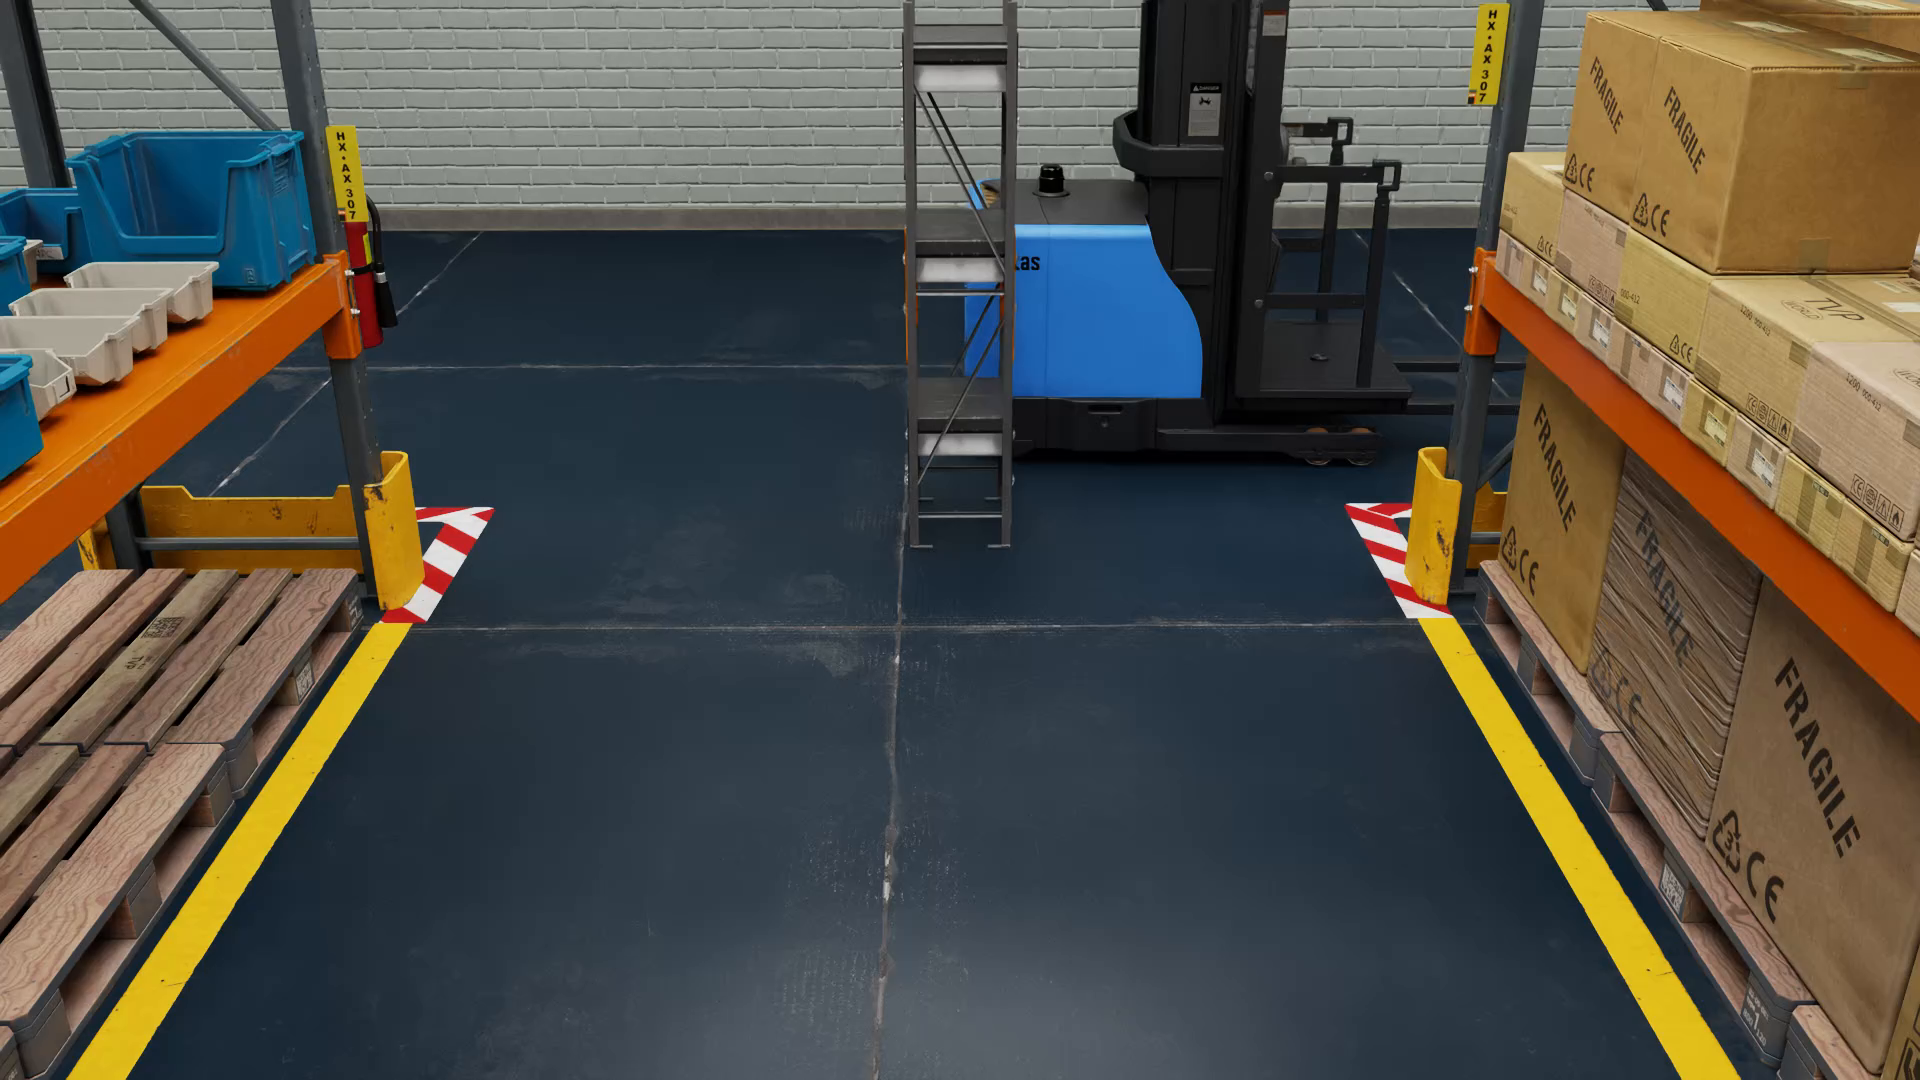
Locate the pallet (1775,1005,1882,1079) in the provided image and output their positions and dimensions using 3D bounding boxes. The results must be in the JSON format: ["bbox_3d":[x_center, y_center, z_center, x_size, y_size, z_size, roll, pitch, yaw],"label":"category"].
[{"bbox_3d":[2.427,1.419,3.356,1.003,0.211,1.213,0,24,-1],"label":"pallet"}]

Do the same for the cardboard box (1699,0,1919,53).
[{"bbox_3d":[2.582,-1.395,5.106,0.500,0.500,0.500,0,24,0],"label":"cardboard box"}]

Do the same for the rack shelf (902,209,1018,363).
[{"bbox_3d":[-0.002,-1.012,6.474,0.431,0.518,0.480,0,24,-1],"label":"rack shelf"}]

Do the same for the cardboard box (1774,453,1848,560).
[{"bbox_3d":[2.012,-0.077,3.585,0.380,0.149,0.250,-1,24,-1],"label":"cardboard box"}]

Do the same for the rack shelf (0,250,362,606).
[{"bbox_3d":[-2.617,-0.012,4.009,1.077,0.370,4.000,0,24,-1],"label":"rack shelf"}]

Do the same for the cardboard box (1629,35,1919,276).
[{"bbox_3d":[2.066,-0.976,4.180,0.500,0.500,0.500,-1,24,-2],"label":"cardboard box"}]

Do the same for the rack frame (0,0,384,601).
[{"bbox_3d":[-2.639,-1.164,5.683,1.000,3.000,0.127,0,24,-1],"label":"rack frame"}]

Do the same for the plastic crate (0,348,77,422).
[{"bbox_3d":[-2.411,-0.380,4.196,0.298,0.136,0.250,0,24,-1],"label":"plastic crate"}]

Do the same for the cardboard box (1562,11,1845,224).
[{"bbox_3d":[2.055,-1.190,4.652,0.500,0.500,0.500,-1,24,-2],"label":"cardboard box"}]

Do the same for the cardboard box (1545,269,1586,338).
[{"bbox_3d":[1.995,-0.712,4.990,0.380,0.149,0.250,-1,24,-2],"label":"cardboard box"}]

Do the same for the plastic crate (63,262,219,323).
[{"bbox_3d":[-2.449,-0.736,4.984,0.396,0.136,0.243,0,24,-1],"label":"plastic crate"}]

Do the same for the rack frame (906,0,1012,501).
[{"bbox_3d":[-0.004,-1.125,6.690,0.400,2.100,0.015,0,24,-1],"label":"rack frame"}]

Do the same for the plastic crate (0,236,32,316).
[{"bbox_3d":[-2.958,-0.740,4.877,0.416,0.233,0.300,0,24,-1],"label":"plastic crate"}]

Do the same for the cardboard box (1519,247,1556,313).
[{"bbox_3d":[1.992,-0.818,5.223,0.380,0.149,0.250,-1,24,-1],"label":"cardboard box"}]

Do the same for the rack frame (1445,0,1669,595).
[{"bbox_3d":[2.314,-1.186,5.732,1.000,3.000,0.127,0,24,-1],"label":"rack frame"}]

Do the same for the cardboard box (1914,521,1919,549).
[{"bbox_3d":[2.082,0.001,2.928,0.500,0.250,0.500,0,24,1],"label":"cardboard box"}]

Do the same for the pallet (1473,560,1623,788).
[{"bbox_3d":[2.401,0.414,5.579,1.003,0.211,1.213,0,24,-1],"label":"pallet"}]

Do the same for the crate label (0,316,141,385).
[{"bbox_3d":[-2.433,-0.501,4.466,0.396,0.136,0.243,0,24,-1],"label":"crate label"}]

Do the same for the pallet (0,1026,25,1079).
[{"bbox_3d":[-2.642,1.452,3.283,1.003,0.211,1.213,0,24,-1],"label":"pallet"}]

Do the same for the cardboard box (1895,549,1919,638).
[{"bbox_3d":[2.018,0.135,3.117,0.380,0.149,0.250,0,24,0],"label":"cardboard box"}]

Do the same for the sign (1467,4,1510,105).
[{"bbox_3d":[1.759,-1.616,5.537,0.100,0.325,0.005,0,24,-1],"label":"sign"}]

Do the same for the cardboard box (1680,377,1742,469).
[{"bbox_3d":[2.006,-0.290,4.056,0.380,0.149,0.250,-1,24,-2],"label":"cardboard box"}]

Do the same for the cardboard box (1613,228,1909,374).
[{"bbox_3d":[2.063,-0.633,4.330,0.500,0.250,0.500,-1,24,-2],"label":"cardboard box"}]

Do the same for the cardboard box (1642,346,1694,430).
[{"bbox_3d":[2.004,-0.394,4.286,0.380,0.149,0.250,-1,24,-1],"label":"cardboard box"}]

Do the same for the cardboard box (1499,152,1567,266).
[{"bbox_3d":[2.049,-1.054,5.262,0.500,0.250,0.500,-1,24,-2],"label":"cardboard box"}]

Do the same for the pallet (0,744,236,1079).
[{"bbox_3d":[-2.658,0.948,4.397,1.003,0.211,1.213,0,24,-1],"label":"pallet"}]

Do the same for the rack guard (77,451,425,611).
[{"bbox_3d":[-2.652,-0.035,6.220,1.175,0.500,0.348,0,24,-1],"label":"rack guard"}]

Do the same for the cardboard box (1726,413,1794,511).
[{"bbox_3d":[2.011,-0.182,3.817,0.380,0.149,0.250,0,24,0],"label":"cardboard box"}]

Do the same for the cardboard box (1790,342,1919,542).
[{"bbox_3d":[2.076,-0.209,3.393,0.500,0.250,0.500,0,24,1],"label":"cardboard box"}]

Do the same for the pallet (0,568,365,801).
[{"bbox_3d":[-2.669,0.447,5.506,1.003,0.211,1.213,0,24,-1],"label":"pallet"}]

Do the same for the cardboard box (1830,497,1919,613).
[{"bbox_3d":[2.015,0.029,3.352,0.380,0.149,0.250,0,24,0],"label":"cardboard box"}]

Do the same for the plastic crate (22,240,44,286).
[{"bbox_3d":[-3.045,-0.835,5.204,0.250,0.136,0.298,0,24,-1],"label":"plastic crate"}]

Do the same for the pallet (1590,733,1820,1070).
[{"bbox_3d":[2.411,0.915,4.470,1.003,0.211,1.213,0,24,-1],"label":"pallet"}]

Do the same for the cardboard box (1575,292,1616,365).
[{"bbox_3d":[1.999,-0.605,4.752,0.380,0.149,0.250,-1,24,-1],"label":"cardboard box"}]

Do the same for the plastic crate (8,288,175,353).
[{"bbox_3d":[-2.460,-0.616,4.719,0.396,0.136,0.243,0,24,-1],"label":"plastic crate"}]

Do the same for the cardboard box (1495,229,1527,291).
[{"bbox_3d":[1.988,-0.924,5.457,0.380,0.149,0.250,0,24,0],"label":"cardboard box"}]

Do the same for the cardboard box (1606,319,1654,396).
[{"bbox_3d":[2.001,-0.500,4.521,0.380,0.149,0.250,-1,24,-2],"label":"cardboard box"}]

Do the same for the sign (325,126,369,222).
[{"bbox_3d":[-2.089,-1.247,5.669,0.100,0.325,0.005,0,24,-1],"label":"sign"}]

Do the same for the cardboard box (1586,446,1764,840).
[{"bbox_3d":[2.411,0.229,4.672,0.875,0.875,0.875,0,24,-1],"label":"cardboard box"}]

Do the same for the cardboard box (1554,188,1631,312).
[{"bbox_3d":[2.061,-0.840,4.788,0.500,0.250,0.500,-1,24,-1],"label":"cardboard box"}]

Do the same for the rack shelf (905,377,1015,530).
[{"bbox_3d":[-0.002,-0.375,6.762,0.431,0.518,0.480,0,24,-1],"label":"rack shelf"}]

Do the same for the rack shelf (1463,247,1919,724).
[{"bbox_3d":[2.336,-0.034,4.058,1.077,0.370,4.000,0,24,-1],"label":"rack shelf"}]

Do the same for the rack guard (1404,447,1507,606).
[{"bbox_3d":[2.314,-0.057,6.269,1.175,0.500,0.348,0,24,-1],"label":"rack guard"}]

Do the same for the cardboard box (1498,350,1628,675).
[{"bbox_3d":[2.401,-0.146,5.501,0.875,0.875,0.875,0,24,-1],"label":"cardboard box"}]

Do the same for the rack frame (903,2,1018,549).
[{"bbox_3d":[0.001,-0.924,6.246,0.400,2.100,0.015,0,24,-1],"label":"rack frame"}]

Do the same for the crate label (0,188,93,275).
[{"bbox_3d":[-2.965,-1.011,5.477,0.416,0.233,0.303,0,24,-1],"label":"crate label"}]

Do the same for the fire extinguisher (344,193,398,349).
[{"bbox_3d":[-2.186,-1.023,5.918,0.296,0.674,0.183,0,24,-1],"label":"fire extinguisher"}]

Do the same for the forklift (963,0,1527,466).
[{"bbox_3d":[1.530,-1.892,7.376,3.031,2.935,1.130,0,24,1],"label":"forklift"}]

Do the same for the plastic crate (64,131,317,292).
[{"bbox_3d":[-2.448,-1.070,5.360,0.616,0.435,0.499,0,24,-1],"label":"plastic crate"}]

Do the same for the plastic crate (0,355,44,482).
[{"bbox_3d":[-2.360,-0.270,3.836,0.416,0.233,0.300,0,24,-1],"label":"plastic crate"}]

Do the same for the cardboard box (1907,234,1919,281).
[{"bbox_3d":[2.595,-0.636,4.337,0.500,0.250,0.500,-1,24,-2],"label":"cardboard box"}]

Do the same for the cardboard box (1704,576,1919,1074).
[{"bbox_3d":[2.420,0.596,3.861,0.875,0.875,0.875,0,24,-1],"label":"cardboard box"}]

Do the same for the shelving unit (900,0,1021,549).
[{"bbox_3d":[-0.002,-1.025,6.468,0.431,2.100,0.503,0,24,-1],"label":"shelving unit"}]

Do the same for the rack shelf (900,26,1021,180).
[{"bbox_3d":[-0.002,-1.650,6.185,0.431,0.518,0.480,0,24,-1],"label":"rack shelf"}]

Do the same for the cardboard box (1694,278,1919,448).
[{"bbox_3d":[2.074,-0.418,3.855,0.500,0.250,0.500,-1,24,-2],"label":"cardboard box"}]
